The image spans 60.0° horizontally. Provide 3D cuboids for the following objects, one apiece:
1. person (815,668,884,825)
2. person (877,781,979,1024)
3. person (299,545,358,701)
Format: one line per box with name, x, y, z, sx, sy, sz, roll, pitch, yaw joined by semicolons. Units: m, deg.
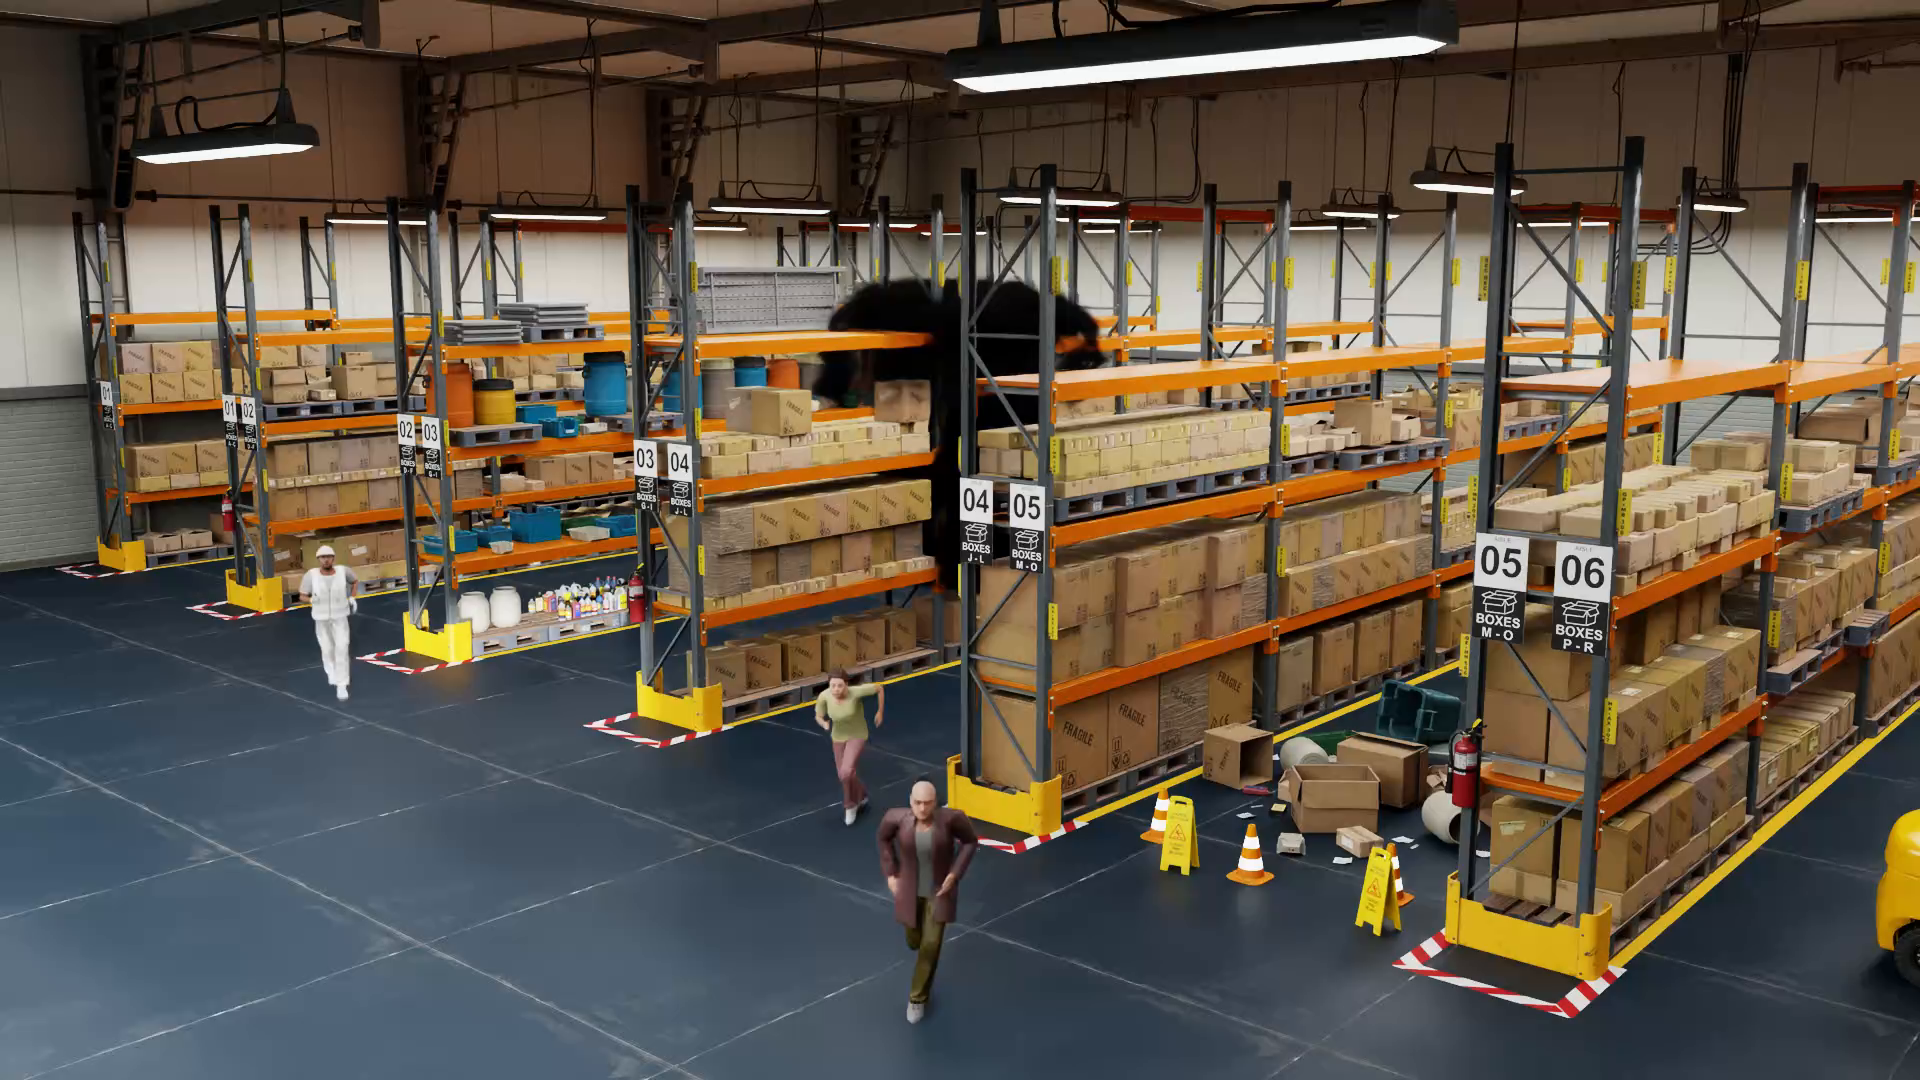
person;-1.005;1.877;15.397;0.611;1.547;0.912;2;10;13
person;-0.226;2.439;11.684;0.712;1.710;0.886;0;9;0
person;-7.593;0.966;20.049;0.666;1.835;0.877;-3;10;-18
